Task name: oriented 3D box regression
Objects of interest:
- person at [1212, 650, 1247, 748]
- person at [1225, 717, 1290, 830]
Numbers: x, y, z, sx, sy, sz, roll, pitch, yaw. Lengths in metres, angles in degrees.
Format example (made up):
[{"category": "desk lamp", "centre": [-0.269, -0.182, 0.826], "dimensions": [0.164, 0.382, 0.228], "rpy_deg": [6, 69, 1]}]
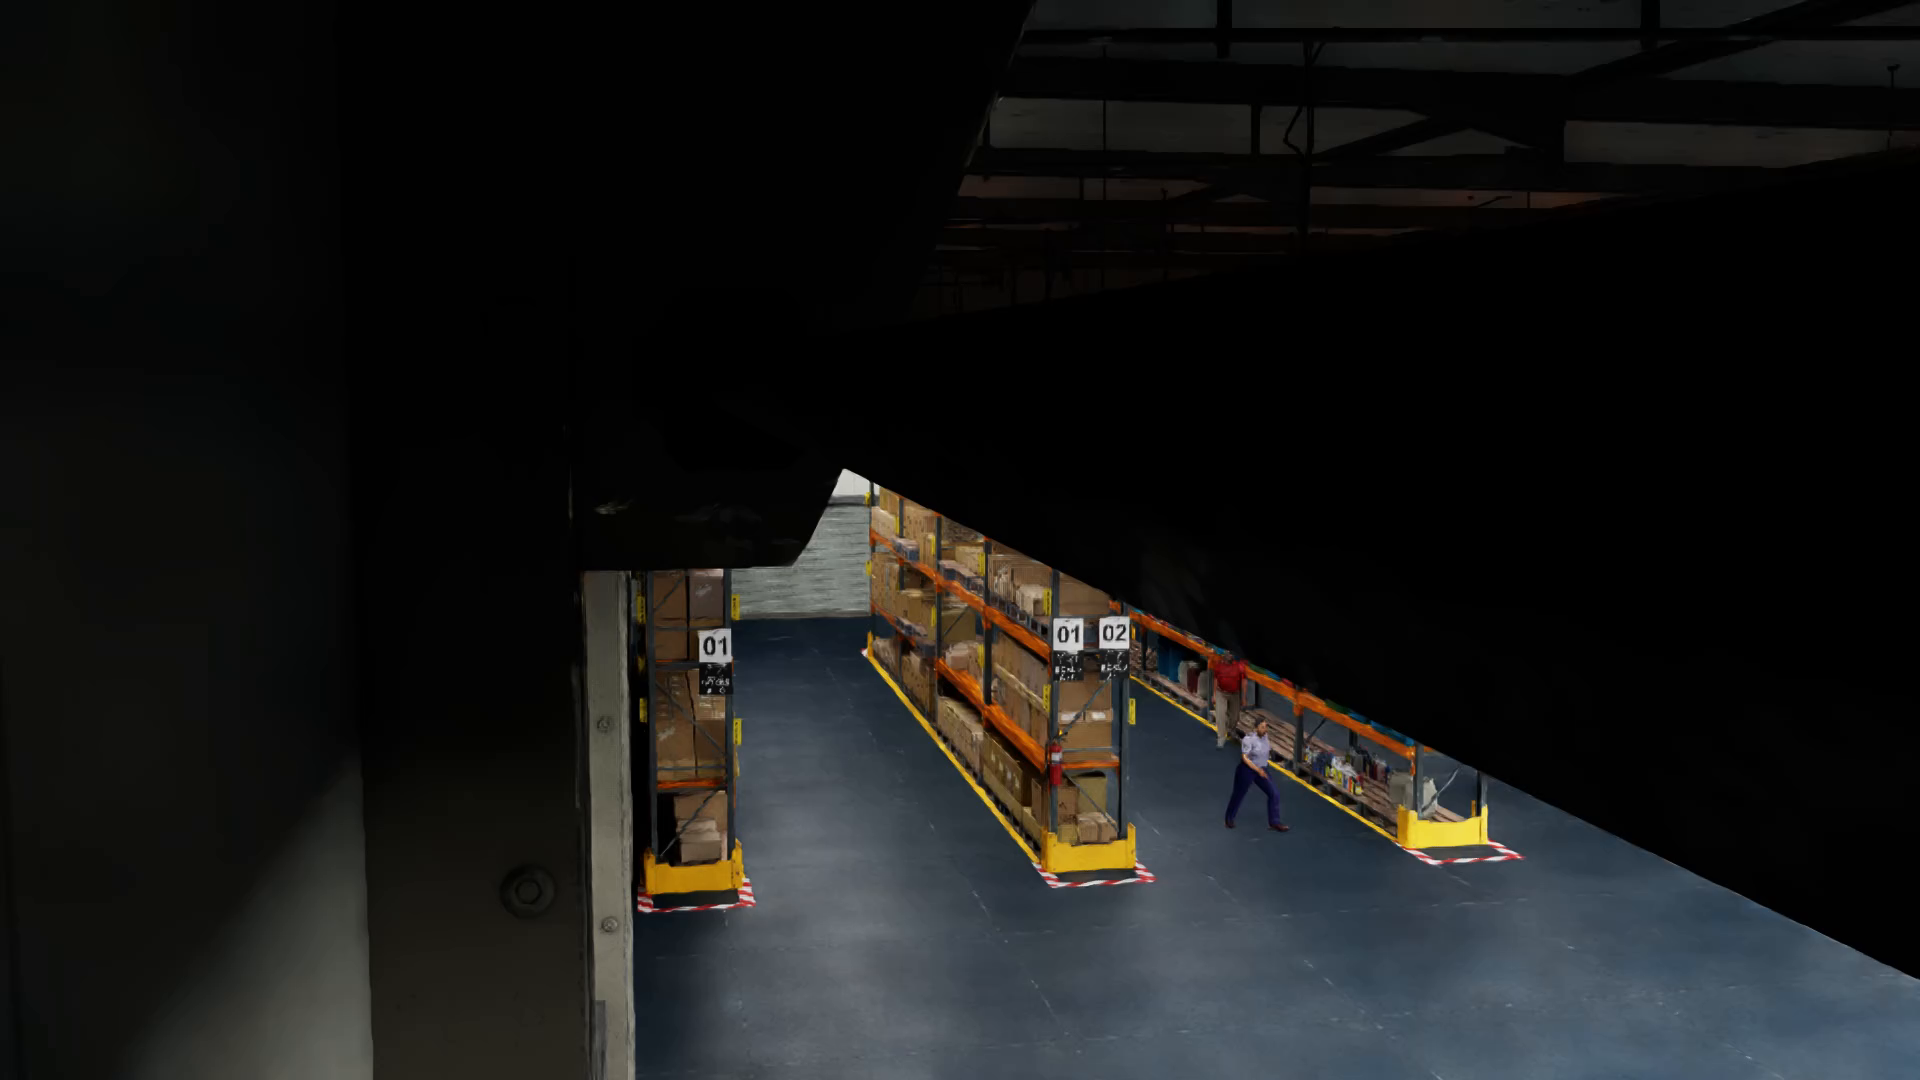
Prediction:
[{"category": "person", "centre": [4.498, 2.594, 27.764], "dimensions": [0.568, 1.677, 0.952], "rpy_deg": [1, 6, 5]}, {"category": "person", "centre": [4.016, 3.168, 22.723], "dimensions": [0.627, 1.583, 0.797], "rpy_deg": [-3, 7, -30]}]
